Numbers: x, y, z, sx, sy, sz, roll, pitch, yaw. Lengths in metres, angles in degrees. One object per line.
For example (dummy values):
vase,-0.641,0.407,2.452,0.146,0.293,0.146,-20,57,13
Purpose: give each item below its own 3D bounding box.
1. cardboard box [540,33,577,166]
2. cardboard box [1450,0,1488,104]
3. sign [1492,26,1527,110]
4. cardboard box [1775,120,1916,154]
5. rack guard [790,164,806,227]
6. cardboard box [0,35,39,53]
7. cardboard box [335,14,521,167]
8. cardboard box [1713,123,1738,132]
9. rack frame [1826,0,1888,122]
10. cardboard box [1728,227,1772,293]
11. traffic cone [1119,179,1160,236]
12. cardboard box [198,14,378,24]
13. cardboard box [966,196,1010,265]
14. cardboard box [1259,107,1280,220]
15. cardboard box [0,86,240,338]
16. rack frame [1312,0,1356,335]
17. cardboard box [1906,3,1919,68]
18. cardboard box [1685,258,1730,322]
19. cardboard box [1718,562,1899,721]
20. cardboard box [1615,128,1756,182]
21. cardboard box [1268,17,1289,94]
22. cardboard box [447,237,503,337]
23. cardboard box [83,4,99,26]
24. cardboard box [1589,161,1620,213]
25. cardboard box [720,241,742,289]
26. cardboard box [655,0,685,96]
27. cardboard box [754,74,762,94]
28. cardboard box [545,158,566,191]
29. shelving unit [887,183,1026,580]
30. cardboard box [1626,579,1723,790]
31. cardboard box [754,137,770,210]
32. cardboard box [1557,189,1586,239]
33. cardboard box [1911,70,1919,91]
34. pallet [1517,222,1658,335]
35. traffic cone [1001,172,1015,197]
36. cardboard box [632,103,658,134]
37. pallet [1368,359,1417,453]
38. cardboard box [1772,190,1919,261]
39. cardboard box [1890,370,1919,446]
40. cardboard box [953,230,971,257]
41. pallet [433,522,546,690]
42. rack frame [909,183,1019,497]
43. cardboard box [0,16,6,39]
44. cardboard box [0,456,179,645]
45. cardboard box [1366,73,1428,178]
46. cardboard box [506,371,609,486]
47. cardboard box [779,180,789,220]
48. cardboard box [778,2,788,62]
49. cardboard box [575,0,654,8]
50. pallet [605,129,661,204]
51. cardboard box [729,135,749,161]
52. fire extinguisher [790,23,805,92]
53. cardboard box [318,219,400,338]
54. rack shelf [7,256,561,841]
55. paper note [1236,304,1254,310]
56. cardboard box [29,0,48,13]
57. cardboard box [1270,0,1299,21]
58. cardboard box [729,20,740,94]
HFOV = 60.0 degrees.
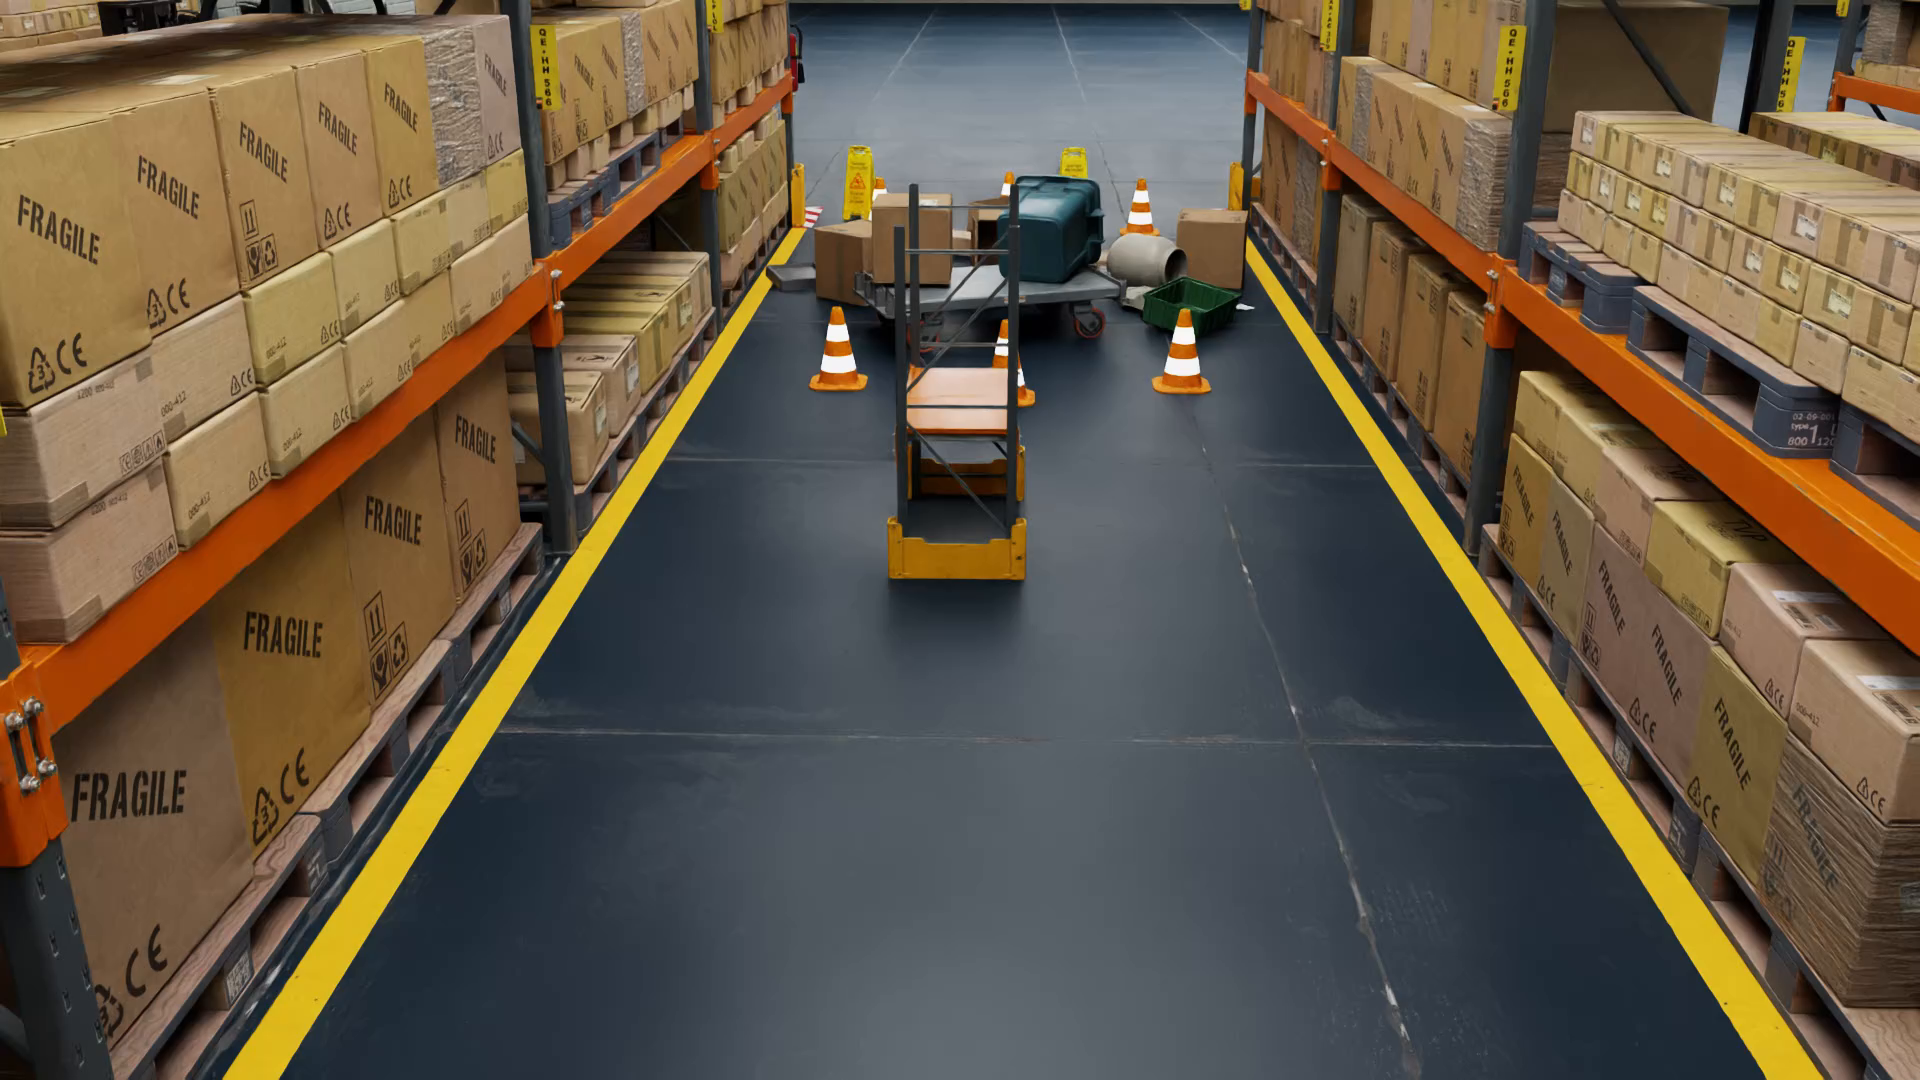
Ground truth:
cardboard box,-1.964,-1.893,7.131,0.500,0.500,0.500,0,21,0
cardboard box,2.793,-2.377,7.988,0.700,0.500,0.500,0,21,1
sign,2.187,-1.878,6.623,0.100,0.325,0.005,1,21,2
cardboard box,3.175,-1.417,5.978,0.380,0.149,0.250,0,21,1
rack guard,-1.968,-3.051,14.702,1.175,0.500,0.348,1,21,2
cardboard box,-6.775,-3.244,11.604,0.500,0.500,0.500,1,21,3
cardboard box,-1.963,-1.675,6.178,0.500,0.500,0.500,0,21,0
cardboard box,3.025,-1.540,7.212,0.500,0.500,0.500,1,21,2
rack frame,7.940,-4.135,14.039,1.000,3.000,0.127,1,21,2
cardboard box,2.484,-0.815,4.839,0.380,0.149,0.250,1,21,4
traffic cone,1.550,-2.867,14.279,0.336,0.463,0.334,1,21,2
cardboard box,-2.468,-1.689,6.214,0.500,0.500,0.500,0,21,0
cardboard box,0.511,-2.417,13.064,0.797,0.503,0.637,-16,26,-35
cardboard box,3.031,-3.186,13.949,0.875,0.875,0.875,1,21,2
cardboard box,-2.042,-0.758,3.816,0.500,0.500,0.500,1,21,1
rack frame,2.863,-2.780,10.547,1.000,3.000,0.127,1,21,2
cardboard box,8.000,-3.940,12.987,0.875,0.500,0.500,1,21,2
cardboard box,2.488,-0.773,5.142,0.380,0.149,0.250,1,21,2
cardboard box,2.419,0.275,4.512,0.500,0.250,0.500,2,21,4
cardboard box,2.517,-1.339,5.777,0.380,0.149,0.250,1,21,1
cardboard box,2.882,-3.761,12.869,0.875,0.550,0.550,1,21,2
cardboard box,-1.965,-0.911,5.938,0.500,0.250,0.500,1,21,3
cardboard box,-6.770,-3.965,12.565,0.380,0.149,0.250,0,21,1
cardboard box,2.520,-1.280,6.038,0.380,0.149,0.250,2,21,4
cardboard box,-1.799,-1.922,11.557,0.500,0.250,0.500,0,21,-1
cardboard box,-1.886,-2.830,9.546,0.500,0.500,0.500,1,21,2
cardboard box,-1.732,-3.526,12.818,0.380,0.149,0.250,0,21,1
cardboard box,-1.971,-1.648,7.395,0.380,0.149,0.250,-1,21,-2
shelving unit,0.002,-0.727,7.329,0.587,1.500,1.083,1,21,2
cardboard box,2.427,0.441,5.121,0.500,0.500,0.500,0,21,0
cardboard box,-1.764,-2.844,12.896,0.500,0.500,0.500,0,21,0
cardboard box,2.526,-1.253,6.378,0.380,0.149,0.250,0,21,1
cardboard box,7.642,-3.556,12.895,0.380,0.149,0.250,1,21,2
pallet,2.827,-0.985,6.187,1.213,0.211,1.003,1,21,2
traffic cone,0.431,-3.003,14.627,0.336,0.463,0.334,1,21,2
cardboard box,-1.872,-2.319,9.125,0.380,0.149,0.250,1,21,2
pallet,2.881,-0.758,9.190,1.003,0.211,1.213,1,21,2
cardboard box,2.478,-0.862,4.548,0.380,0.149,0.250,0,21,-1
cardboard box,2.451,-0.296,3.912,0.380,0.149,0.250,1,21,1
cardboard box,0.014,-2.419,13.558,0.380,0.149,0.250,13,25,29
pallet,-2.308,0.233,6.638,1.003,0.211,1.213,1,21,2
rack frame,0.018,-0.914,7.811,0.500,1.500,0.032,1,21,2
cardboard box,-6.790,-3.501,11.369,0.380,0.149,0.250,1,21,2
cardboard box,-2.053,0.008,3.568,0.500,0.250,0.500,0,21,0
cardboard box,2.546,-2.276,9.110,0.500,0.500,0.500,1,21,1
cardboard box,-2.182,-0.527,7.791,0.950,0.372,0.625,-1,21,-2
cardboard box,-1.722,-2.854,13.959,0.500,0.250,0.500,1,21,1
cardboard box,-1.707,-4.230,13.735,0.500,0.500,0.500,0,21,1
cardboard box,-1.868,-2.963,8.993,0.380,0.149,0.250,0,21,-1
pallet,-2.190,-1.978,8.746,1.003,0.211,1.213,1,21,2
cardboard box,-1.722,-2.805,11.897,0.380,0.149,0.250,1,21,4
fire extinguisher,-1.502,-4.244,14.428,0.296,0.674,0.183,1,21,2
cardboard box,-1.992,-0.778,4.904,0.500,0.250,0.500,0,21,0
rack shelf,-2.270,-0.293,5.132,1.077,0.370,4.000,1,21,2
paper note,1.979,-1.649,11.736,0.147,0.020,0.142,-16,26,-35
cardboard box,-6.735,-3.825,11.794,0.380,0.149,0.250,0,21,1
cardboard box,2.858,-4.265,12.674,0.875,0.550,0.550,1,21,2
cardboard box,-1.803,-3.321,11.392,0.500,0.500,0.500,1,21,1
